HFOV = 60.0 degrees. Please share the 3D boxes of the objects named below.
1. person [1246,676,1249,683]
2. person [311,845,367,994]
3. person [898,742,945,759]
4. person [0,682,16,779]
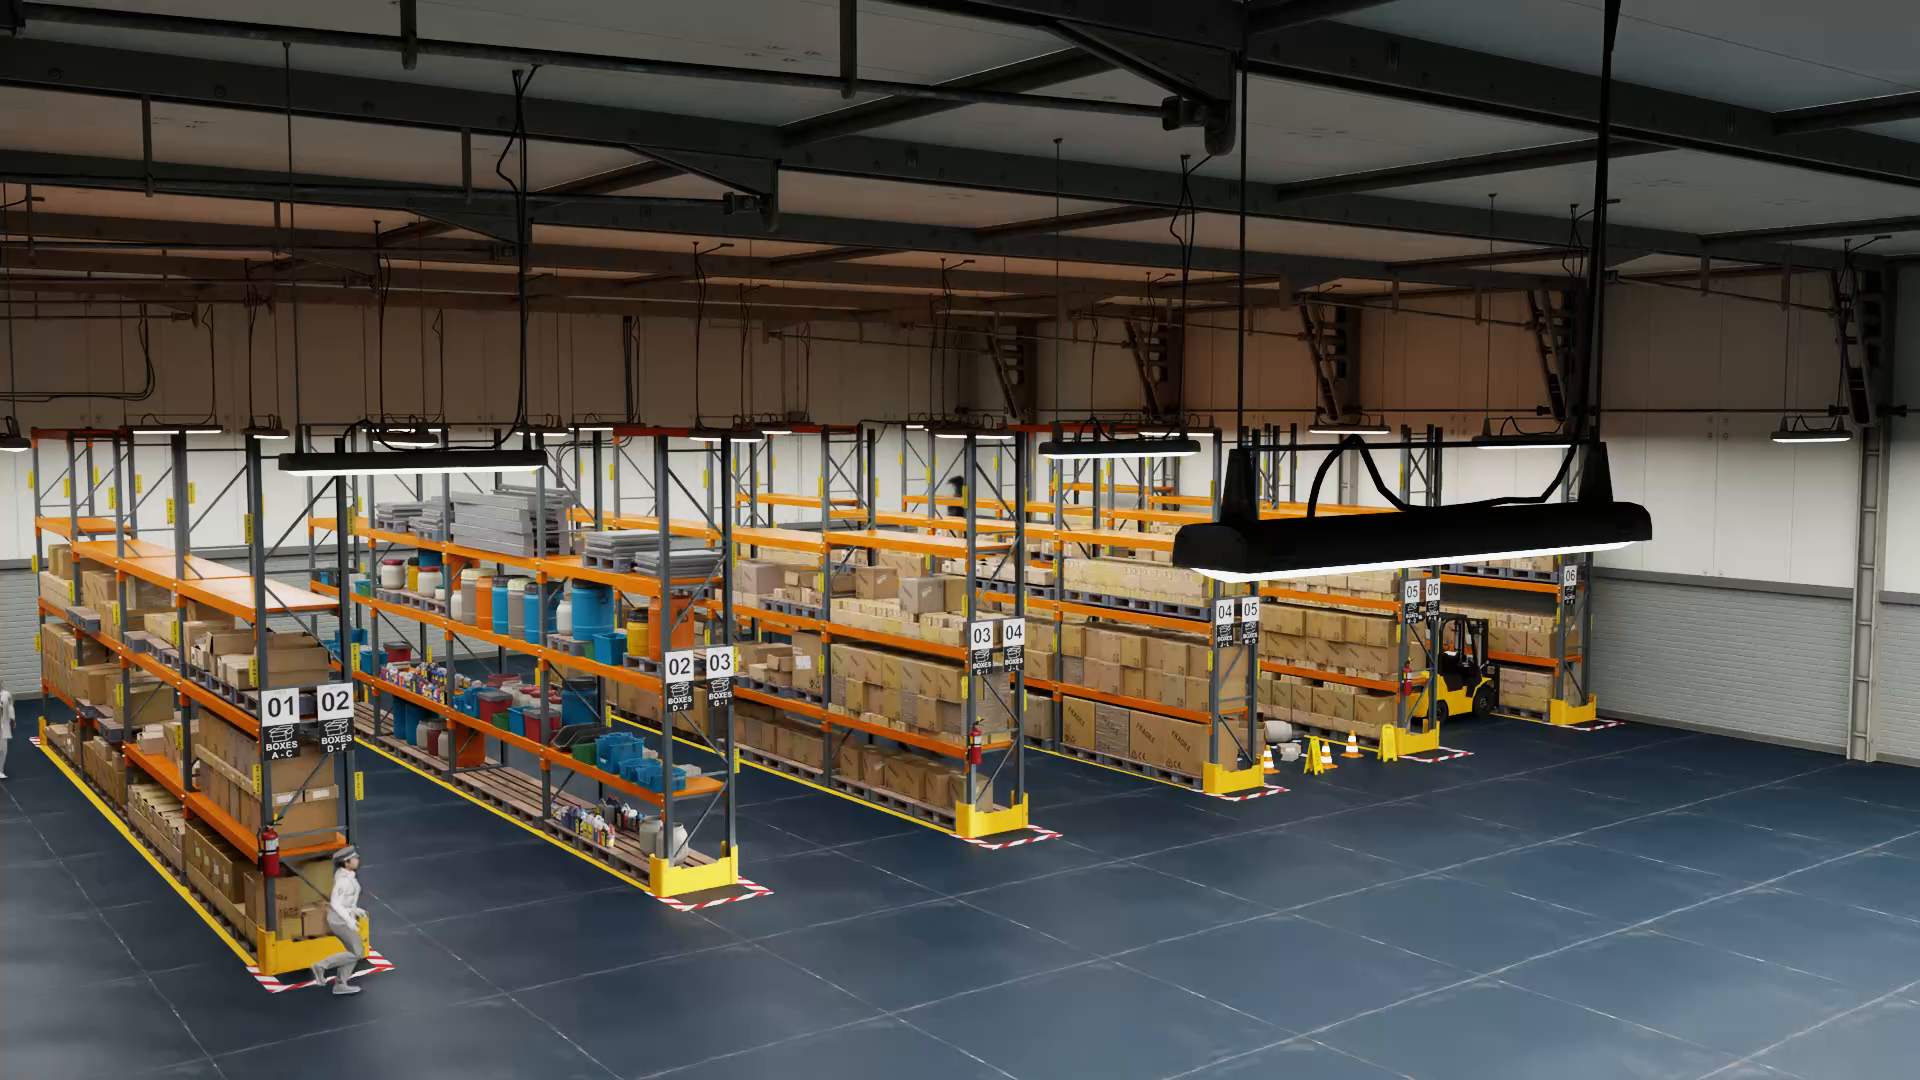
[{"bbox_3d":[6.148,2.543,37.075,0.667,1.749,0.905,-4,6,-39],"label":"person"},{"bbox_3d":[-6.716,4.110,17.964,0.564,1.628,0.608,-1,5,-16],"label":"person"},{"bbox_3d":[-0.707,3.149,30.264,0.954,1.638,0.613,3,5,33],"label":"person"},{"bbox_3d":[-16.640,3.232,28.634,0.768,1.731,0.704,4,6,44],"label":"person"}]
